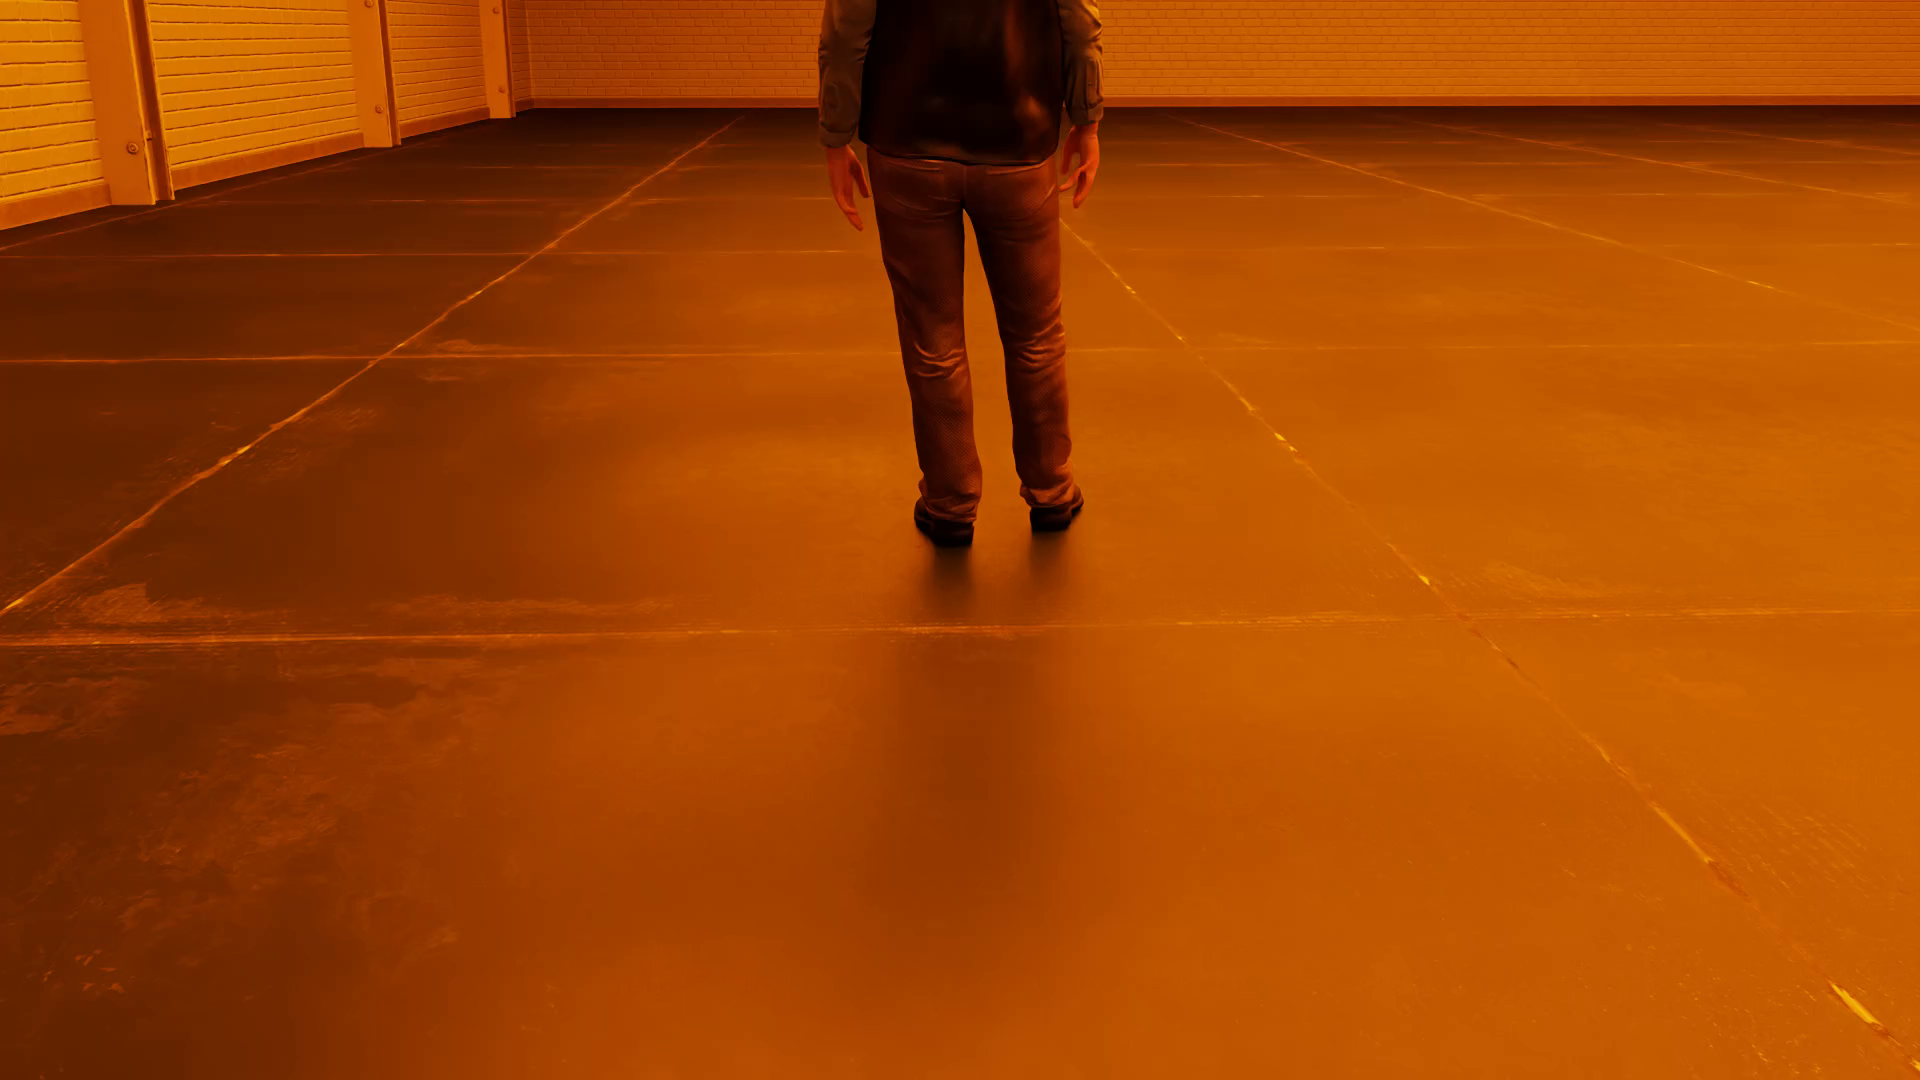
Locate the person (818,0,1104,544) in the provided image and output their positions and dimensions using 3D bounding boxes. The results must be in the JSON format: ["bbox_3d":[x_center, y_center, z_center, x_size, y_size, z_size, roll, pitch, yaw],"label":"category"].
[{"bbox_3d":[0.005,-0.848,3.724,0.632,1.720,0.568,-1,17,-3],"label":"person"}]
